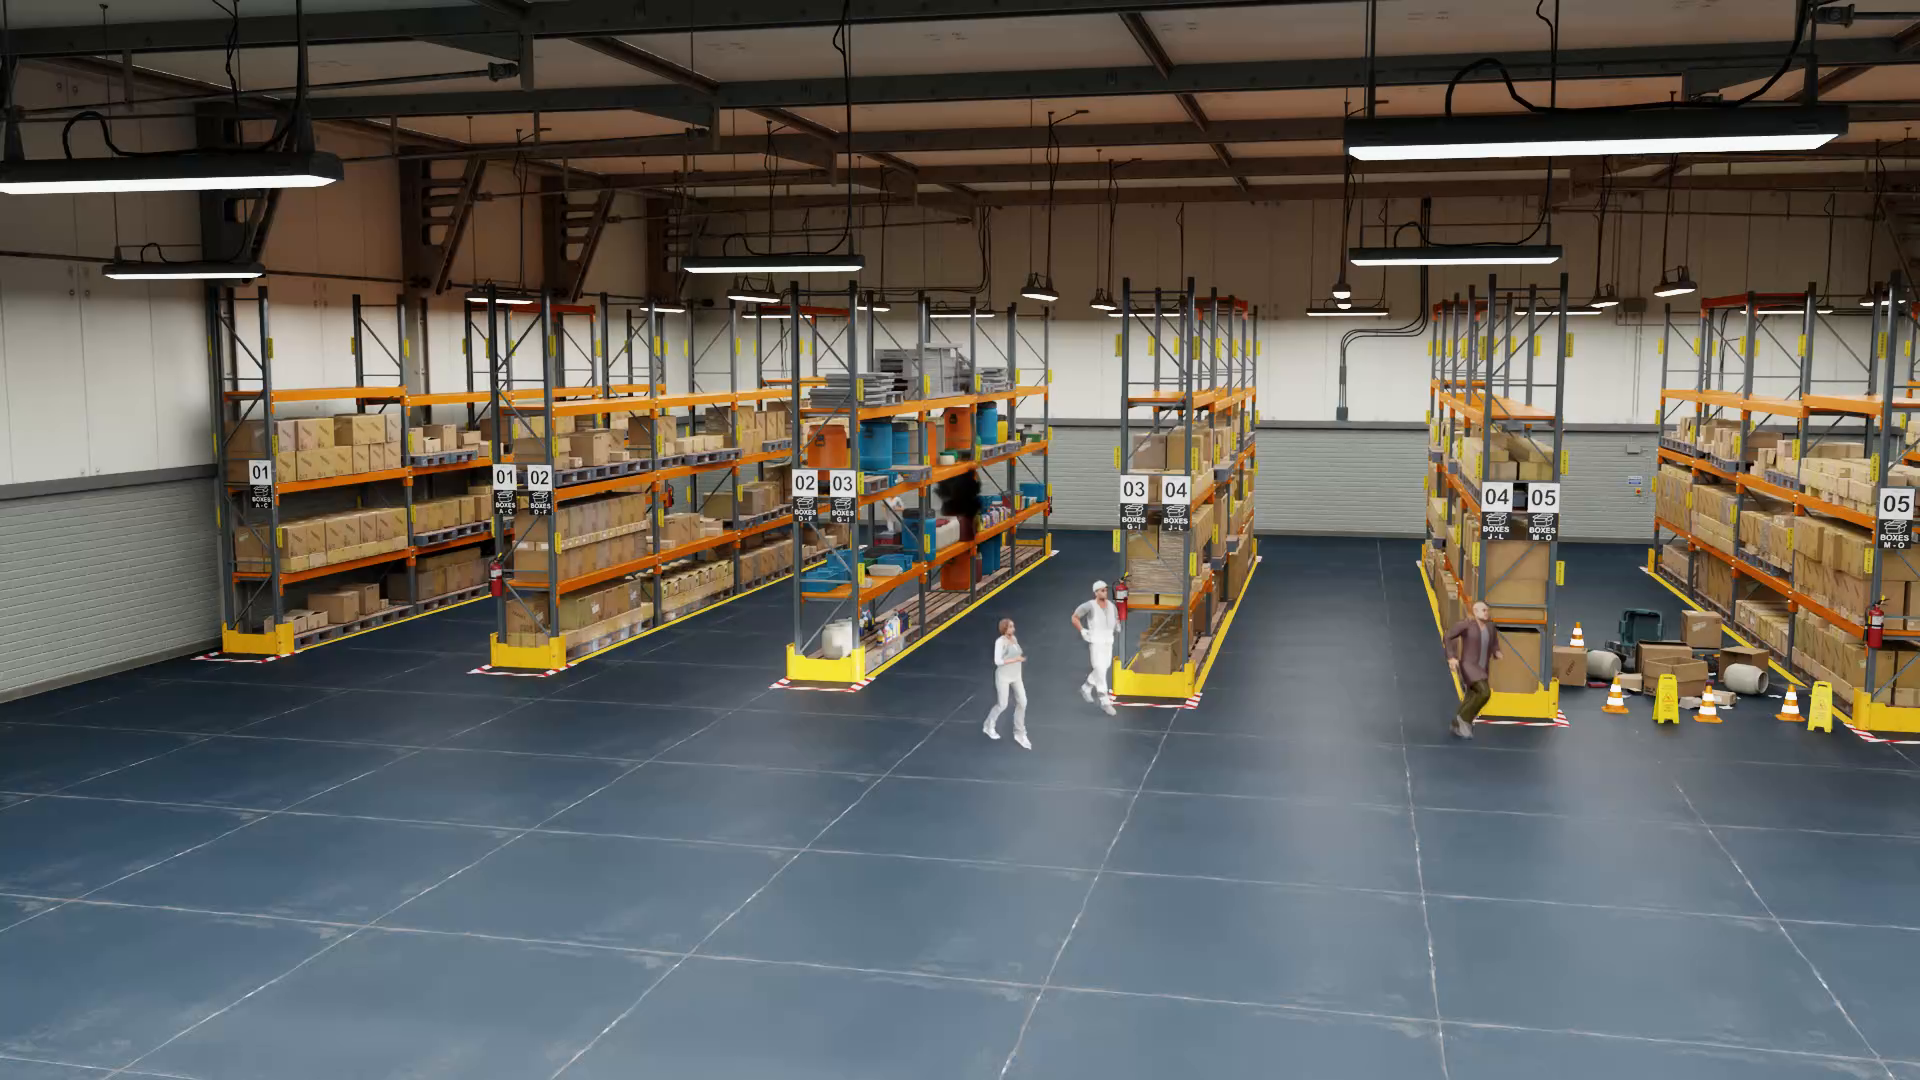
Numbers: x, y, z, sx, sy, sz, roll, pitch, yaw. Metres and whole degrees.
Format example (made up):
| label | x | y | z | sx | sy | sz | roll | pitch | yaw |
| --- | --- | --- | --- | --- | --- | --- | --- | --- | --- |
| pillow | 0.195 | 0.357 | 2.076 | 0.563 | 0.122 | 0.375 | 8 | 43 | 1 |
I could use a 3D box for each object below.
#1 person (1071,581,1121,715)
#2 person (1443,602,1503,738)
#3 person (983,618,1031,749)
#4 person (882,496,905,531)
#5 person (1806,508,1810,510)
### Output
| label | x | y | z | sx | sy | sz | roll | pitch | yaw |
| --- | --- | --- | --- | --- | --- | --- | --- | --- | --- |
| person | 1.953 | 1.454 | 23.058 | 0.670 | 1.790 | 0.901 | -4 | 8 | -33 |
| person | 6.675 | 1.673 | 21.428 | 0.696 | 1.745 | 0.708 | -3 | 7 | -28 |
| person | 0.592 | 1.789 | 21.004 | 0.709 | 1.634 | 0.523 | 6 | 9 | 43 |
| person | -1.610 | -0.435 | 40.161 | 0.572 | 1.713 | 0.798 | 0 | 7 | 2 |
| person | 17.385 | 0.204 | 34.240 | 0.684 | 1.743 | 0.617 | 1 | 7 | 5 |
